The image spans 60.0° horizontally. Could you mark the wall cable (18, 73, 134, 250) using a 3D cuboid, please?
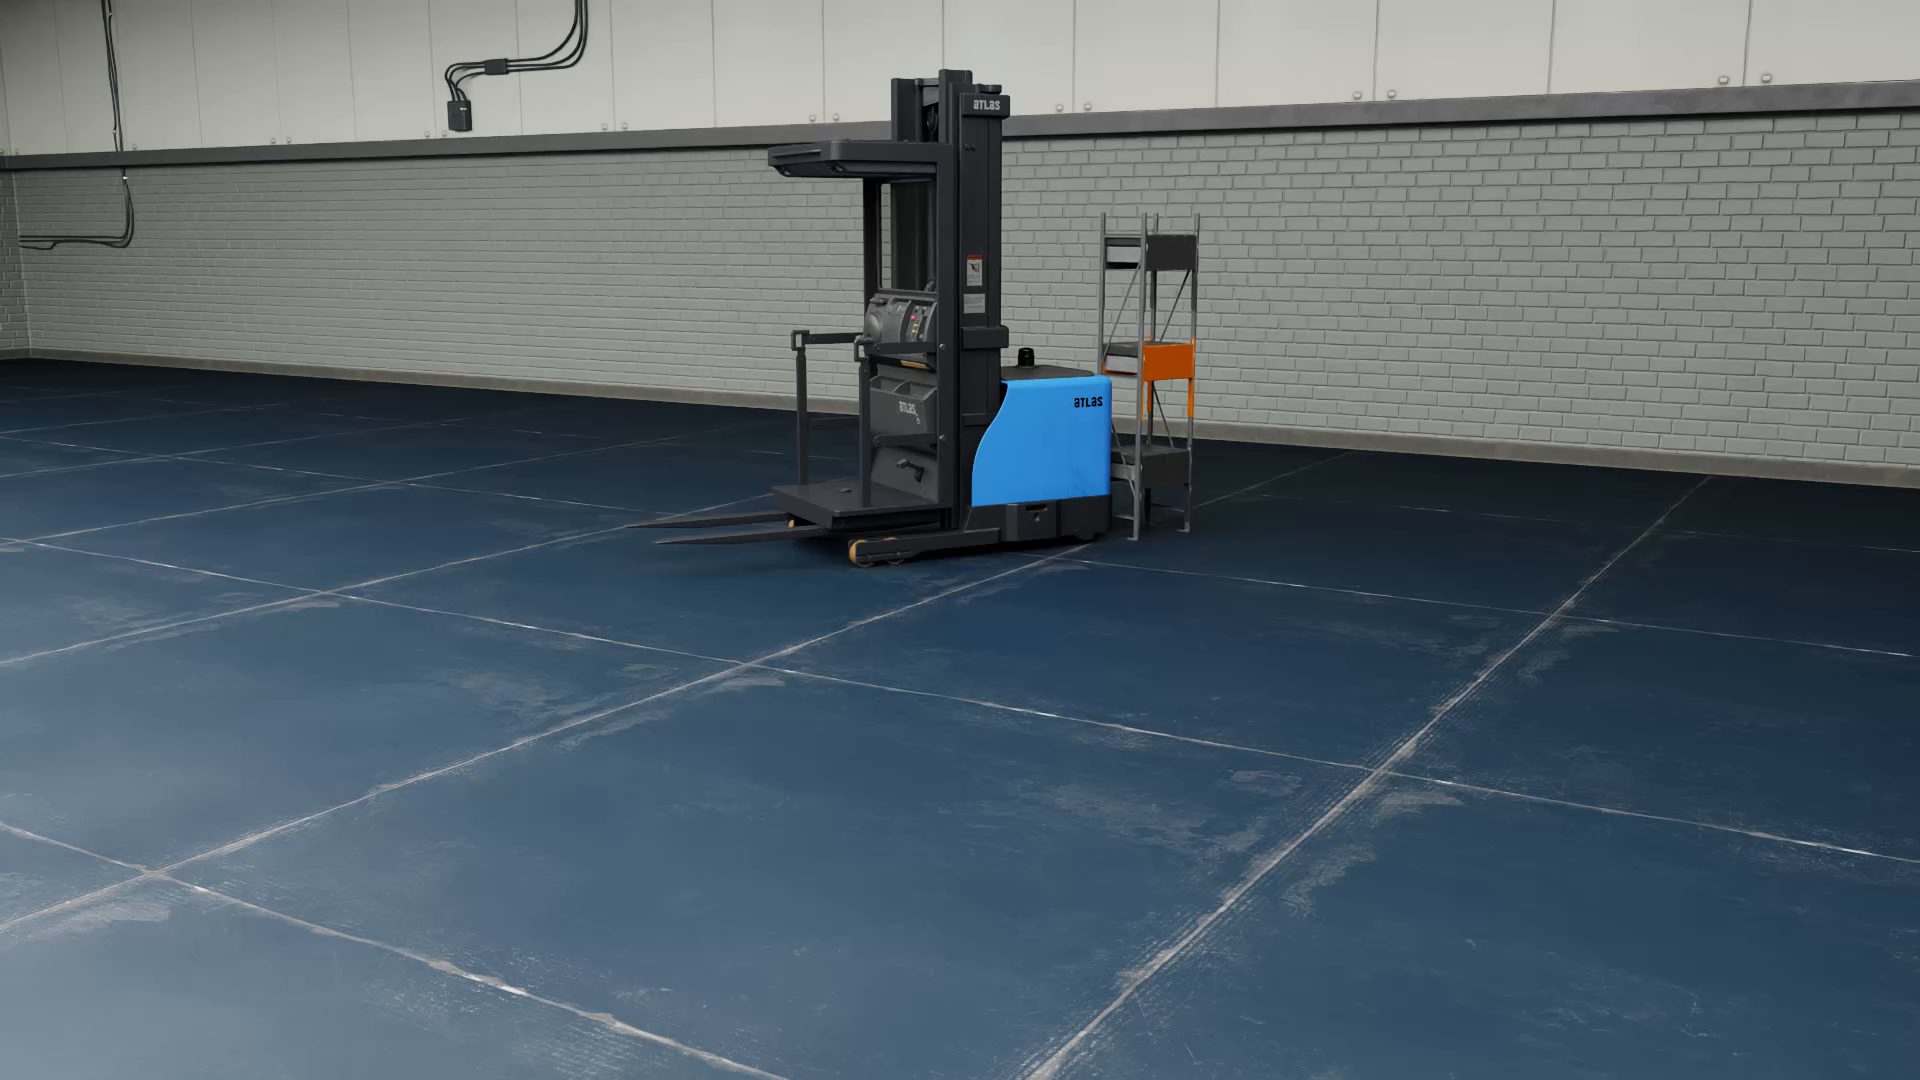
[{"bbox_3d":[-13.439,-5.634,24.948,3.097,2.526,0.112,6,12,31],"label":"wall cable"}]

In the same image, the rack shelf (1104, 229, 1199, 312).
[{"bbox_3d":[1.227,-1.756,10.803,0.480,0.518,0.431,-8,14,-39],"label":"rack shelf"}]

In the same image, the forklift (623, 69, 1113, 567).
[{"bbox_3d":[-0.559,-1.387,10.314,3.031,2.935,1.130,-5,12,-27],"label":"forklift"}]

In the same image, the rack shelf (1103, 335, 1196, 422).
[{"bbox_3d":[1.223,-1.068,10.932,0.480,0.518,0.431,-8,14,-39],"label":"rack shelf"}]

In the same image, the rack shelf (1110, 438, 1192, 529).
[{"bbox_3d":[1.219,-0.380,11.062,0.480,0.518,0.431,-8,14,-39],"label":"rack shelf"}]

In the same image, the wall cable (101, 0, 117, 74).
[{"bbox_3d":[-11.127,-7.858,23.102,3.097,2.526,0.112,6,12,31],"label":"wall cable"}]

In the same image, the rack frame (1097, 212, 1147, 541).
[{"bbox_3d":[1.035,-1.054,10.777,0.015,2.100,0.400,-8,14,-39],"label":"rack frame"}]

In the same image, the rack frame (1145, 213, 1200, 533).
[{"bbox_3d":[1.411,-1.109,11.083,0.015,2.100,0.400,-8,14,-39],"label":"rack frame"}]

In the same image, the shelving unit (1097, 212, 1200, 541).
[{"bbox_3d":[1.223,-1.082,10.930,0.503,2.100,0.431,-8,14,-39],"label":"shelving unit"}]

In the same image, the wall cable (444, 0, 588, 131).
[{"bbox_3d":[-5.334,-7.923,19.491,2.305,6.003,0.169,6,12,31],"label":"wall cable"}]
